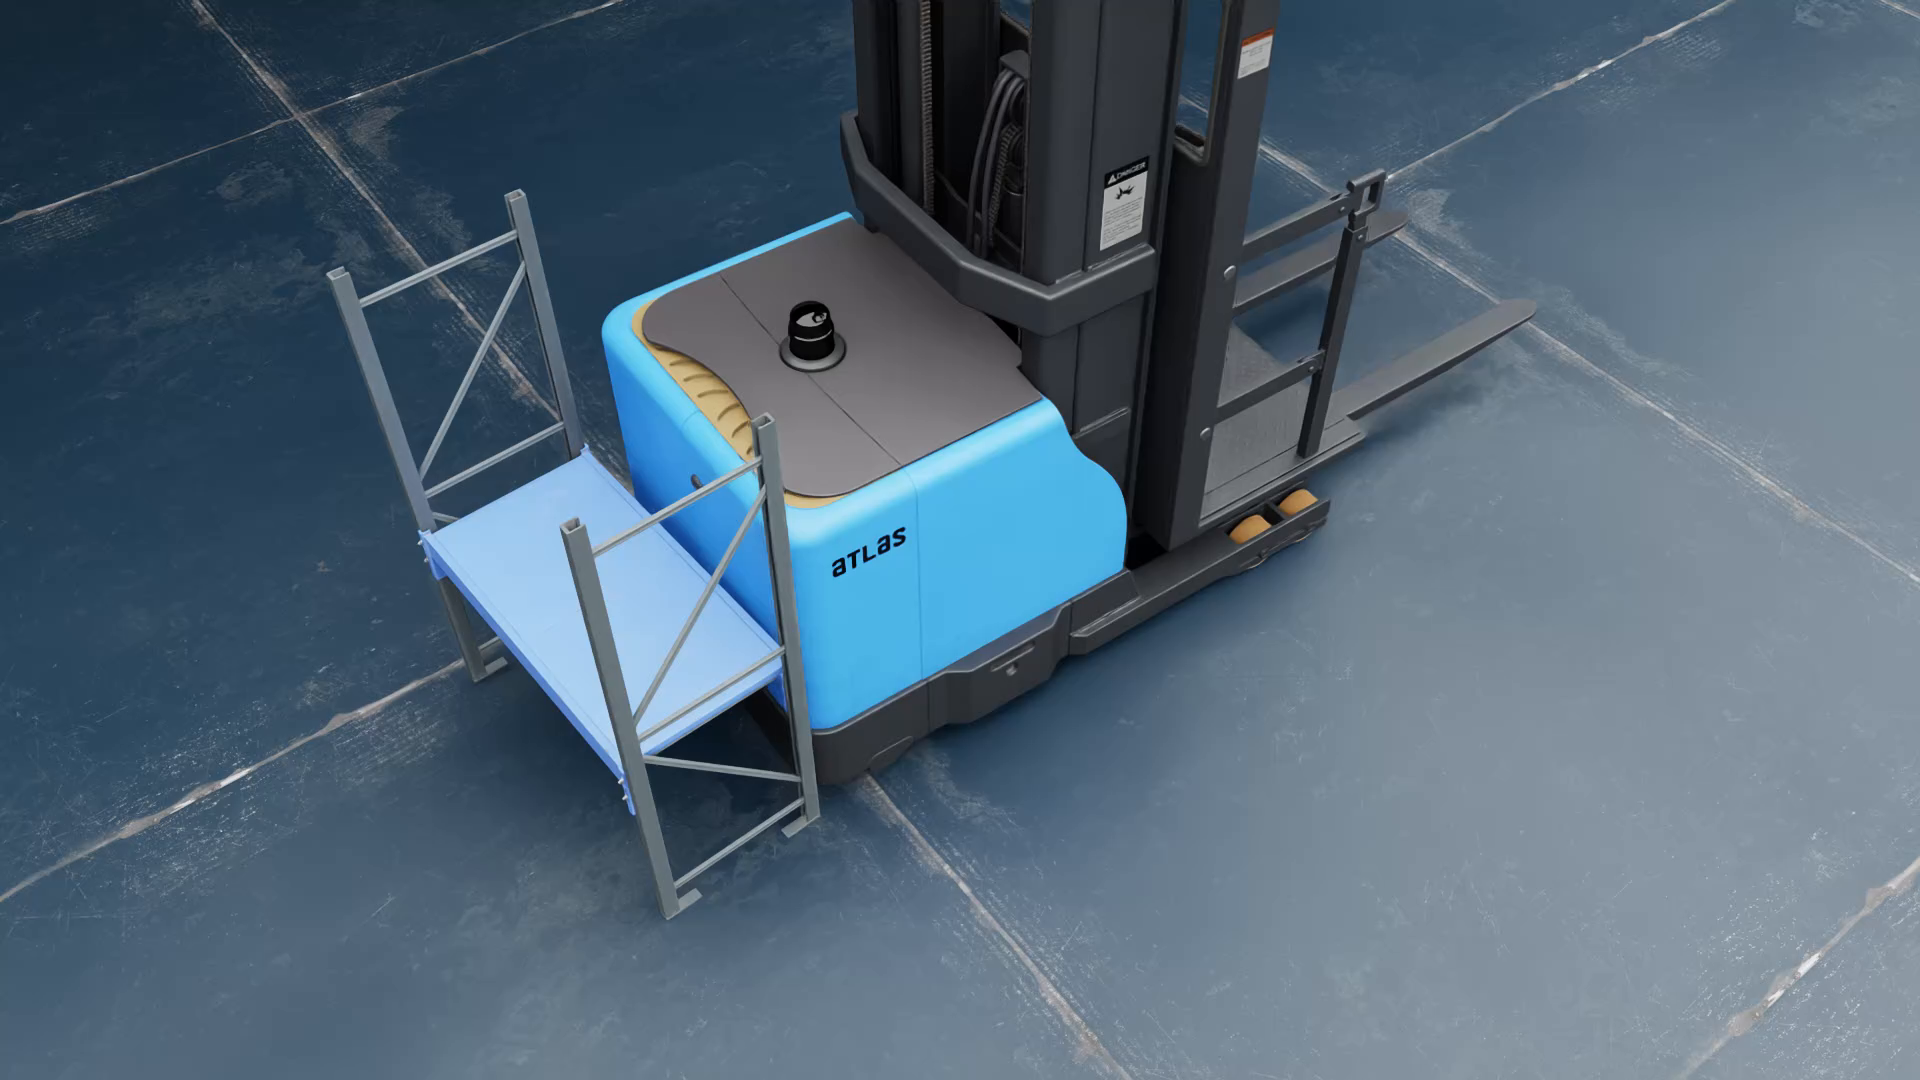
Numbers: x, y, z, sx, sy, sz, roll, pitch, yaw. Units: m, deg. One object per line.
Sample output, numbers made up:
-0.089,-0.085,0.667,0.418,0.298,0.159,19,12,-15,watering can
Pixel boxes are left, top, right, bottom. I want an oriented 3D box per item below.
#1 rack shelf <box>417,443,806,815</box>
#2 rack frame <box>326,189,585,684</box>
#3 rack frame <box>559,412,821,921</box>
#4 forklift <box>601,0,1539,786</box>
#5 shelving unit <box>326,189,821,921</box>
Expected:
-0.911,0.198,4.301,0.538,0.185,1.000,-32,55,-26,rack shelf
-1.238,-0.211,4.429,0.500,1.500,0.032,-32,55,-26,rack frame
-0.584,0.365,3.907,0.500,1.500,0.032,-32,55,-26,rack frame
0.545,-1.193,4.353,3.031,2.935,1.130,-27,53,-23,forklift
-0.911,0.077,4.168,0.538,1.500,1.048,-32,55,-26,shelving unit
